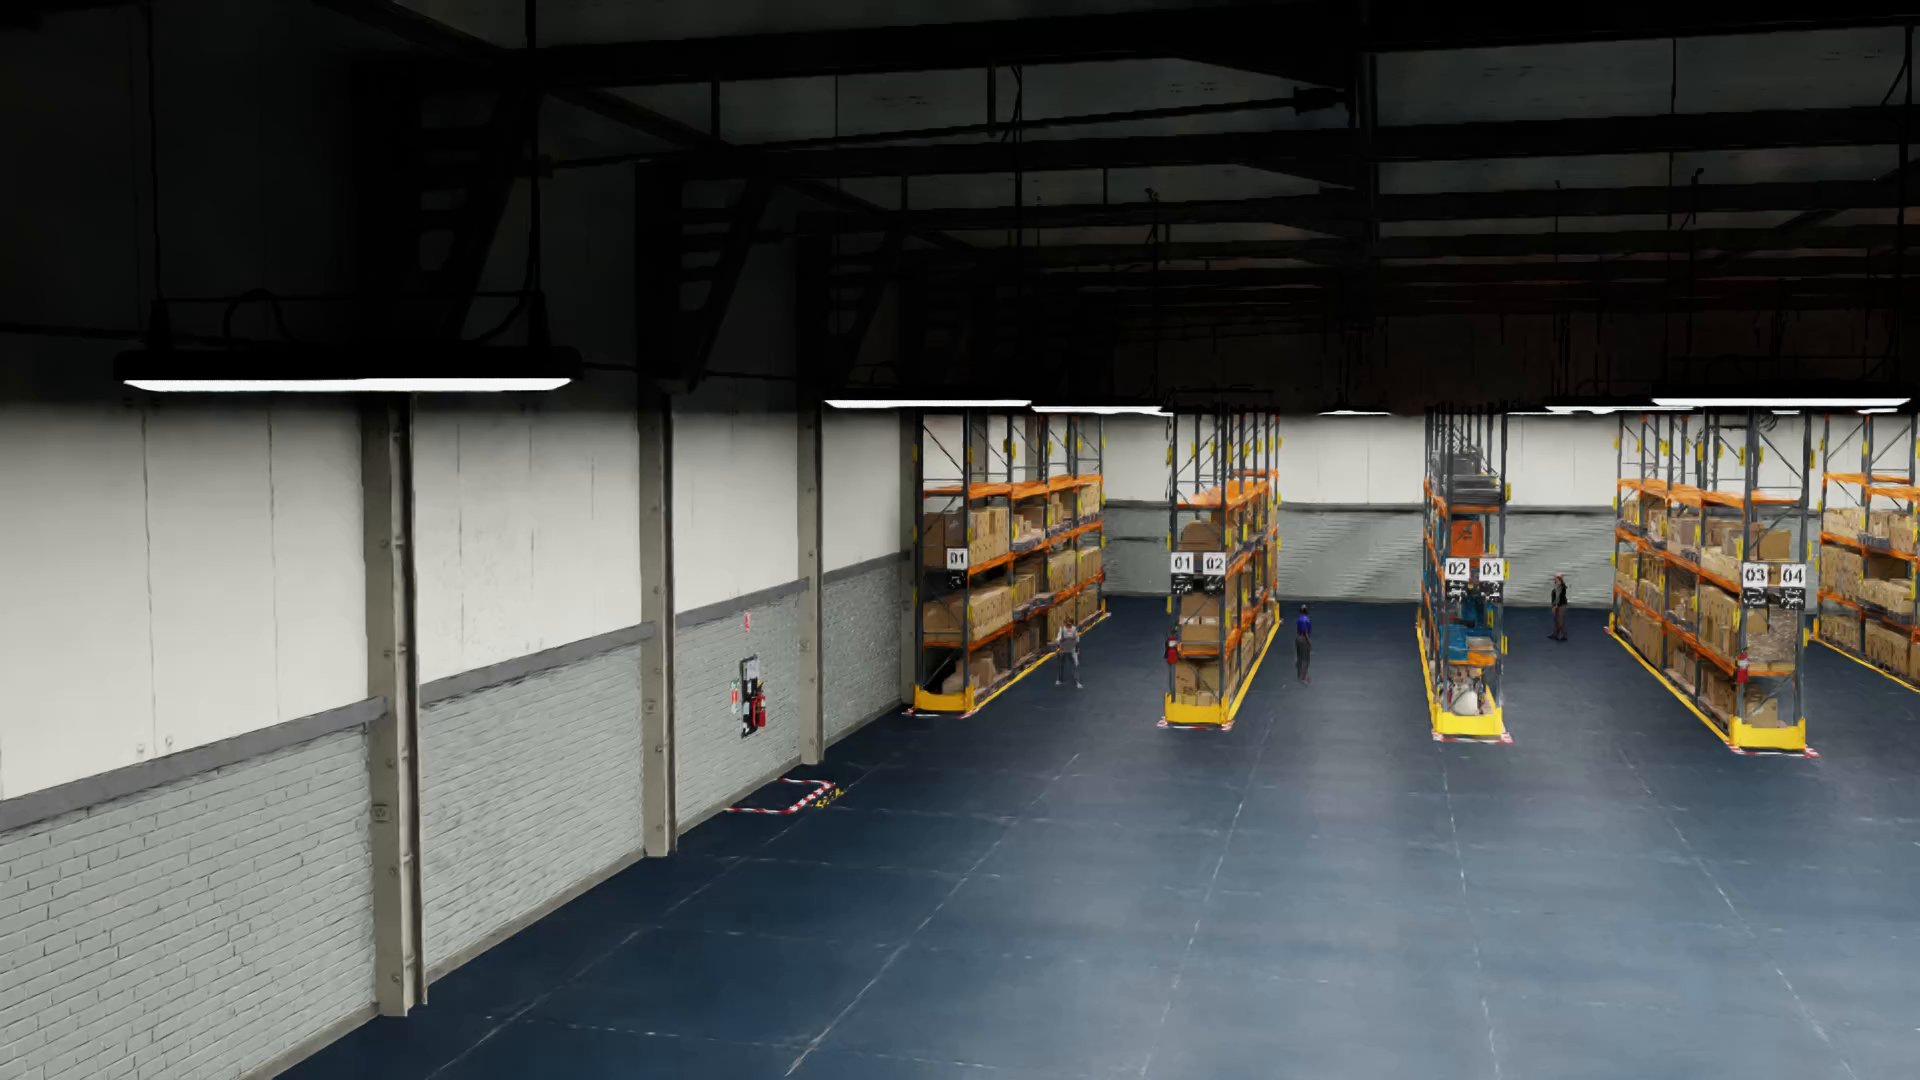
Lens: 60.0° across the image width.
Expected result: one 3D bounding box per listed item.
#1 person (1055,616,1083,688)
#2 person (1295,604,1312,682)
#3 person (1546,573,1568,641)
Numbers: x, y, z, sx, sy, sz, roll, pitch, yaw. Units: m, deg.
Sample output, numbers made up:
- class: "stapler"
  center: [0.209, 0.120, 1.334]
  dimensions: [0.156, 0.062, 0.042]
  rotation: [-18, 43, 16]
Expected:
- class: "person"
  center: [2.293, 2.344, 35.240]
  dimensions: [0.562, 1.528, 0.778]
  rotation: [0, 4, -5]
- class: "person"
  center: [7.495, 2.248, 36.195]
  dimensions: [0.360, 1.724, 0.526]
  rotation: [-1, 4, -13]
- class: "person"
  center: [15.333, 1.702, 42.633]
  dimensions: [0.569, 1.719, 0.644]
  rotation: [2, 5, 28]
